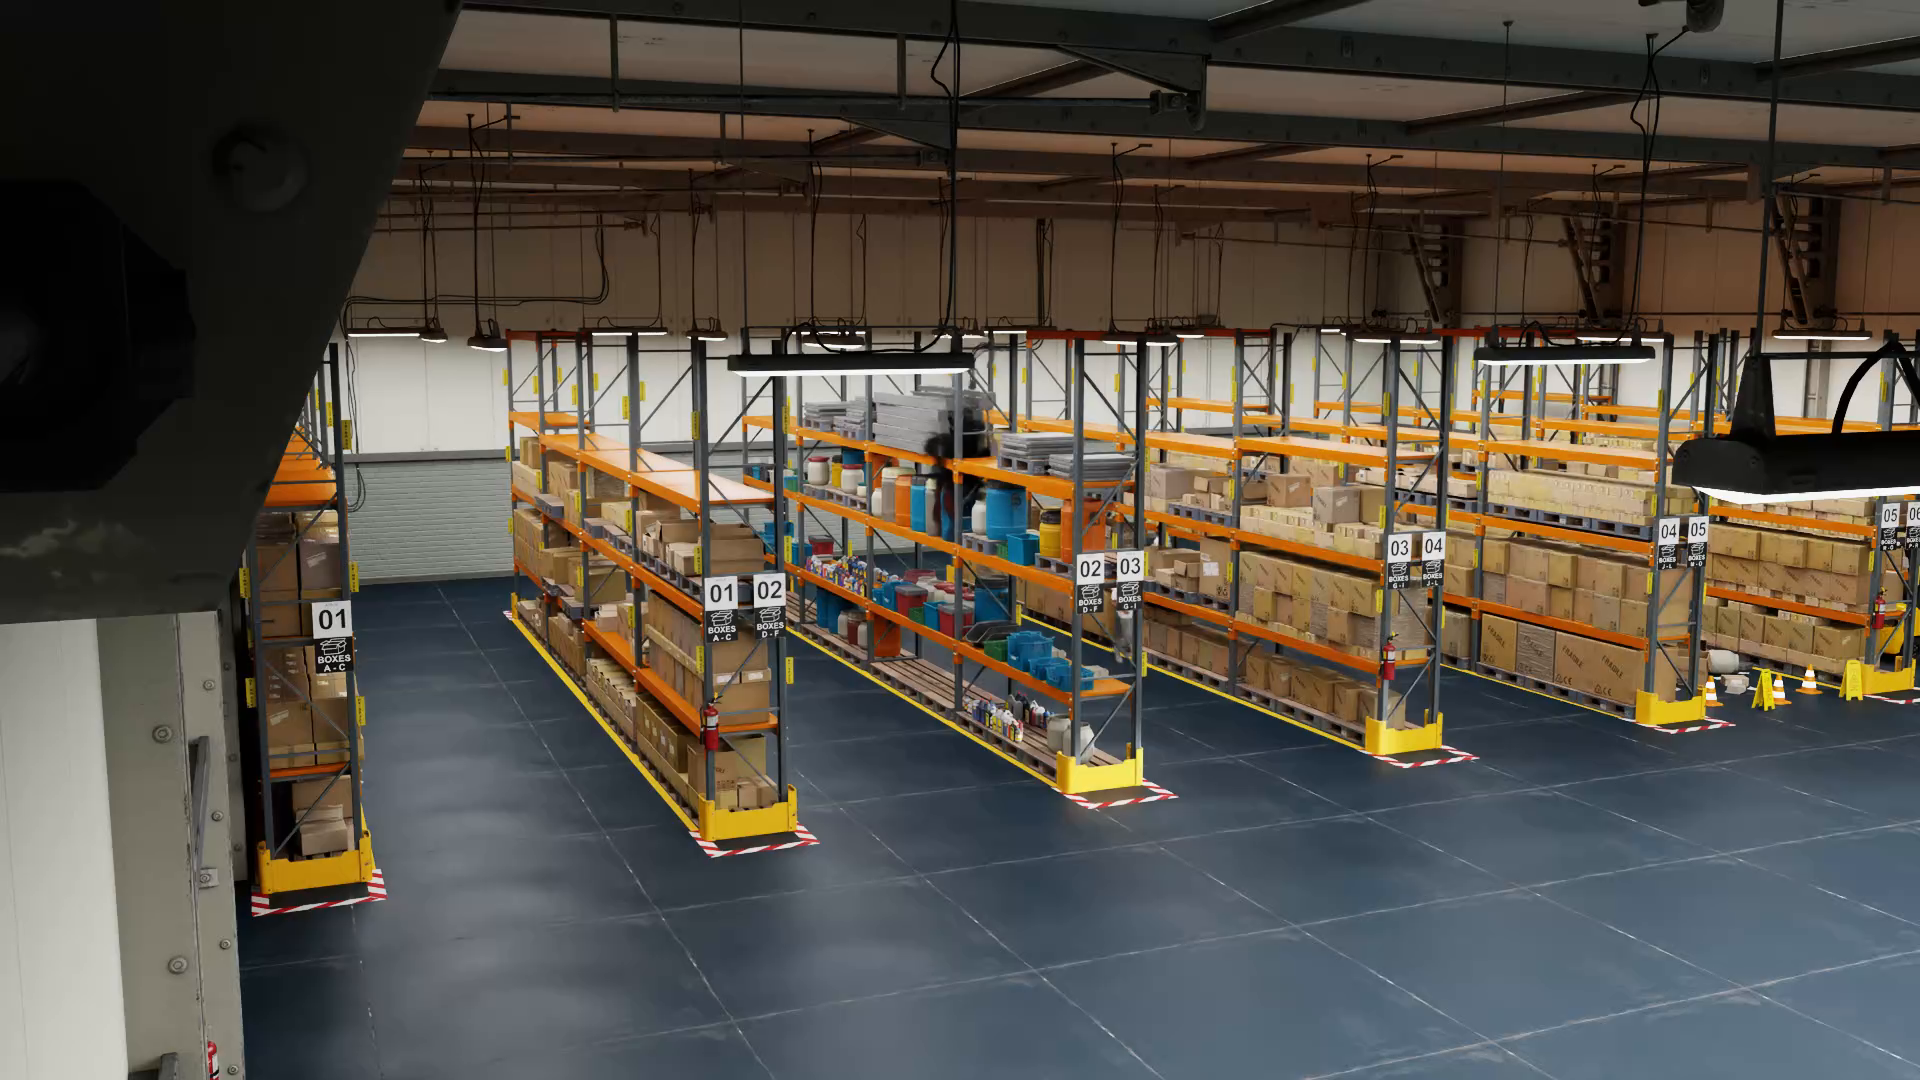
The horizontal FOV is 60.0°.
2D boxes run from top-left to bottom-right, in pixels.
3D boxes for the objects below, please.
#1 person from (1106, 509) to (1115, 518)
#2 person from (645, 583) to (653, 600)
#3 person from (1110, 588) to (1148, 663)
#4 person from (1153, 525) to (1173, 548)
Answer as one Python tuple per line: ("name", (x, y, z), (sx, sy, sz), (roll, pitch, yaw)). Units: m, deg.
("person", (3.506, -0.081, 40.976), (0.709, 1.679, 0.913), (6, 10, 37))
("person", (-6.224, 0.946, 33.533), (0.558, 1.687, 0.830), (-4, 9, -26))
("person", (2.933, 1.315, 28.504), (0.691, 1.741, 0.818), (-4, 9, -25))
("person", (4.456, 0.492, 36.779), (0.562, 1.719, 0.857), (-3, 8, -23))
